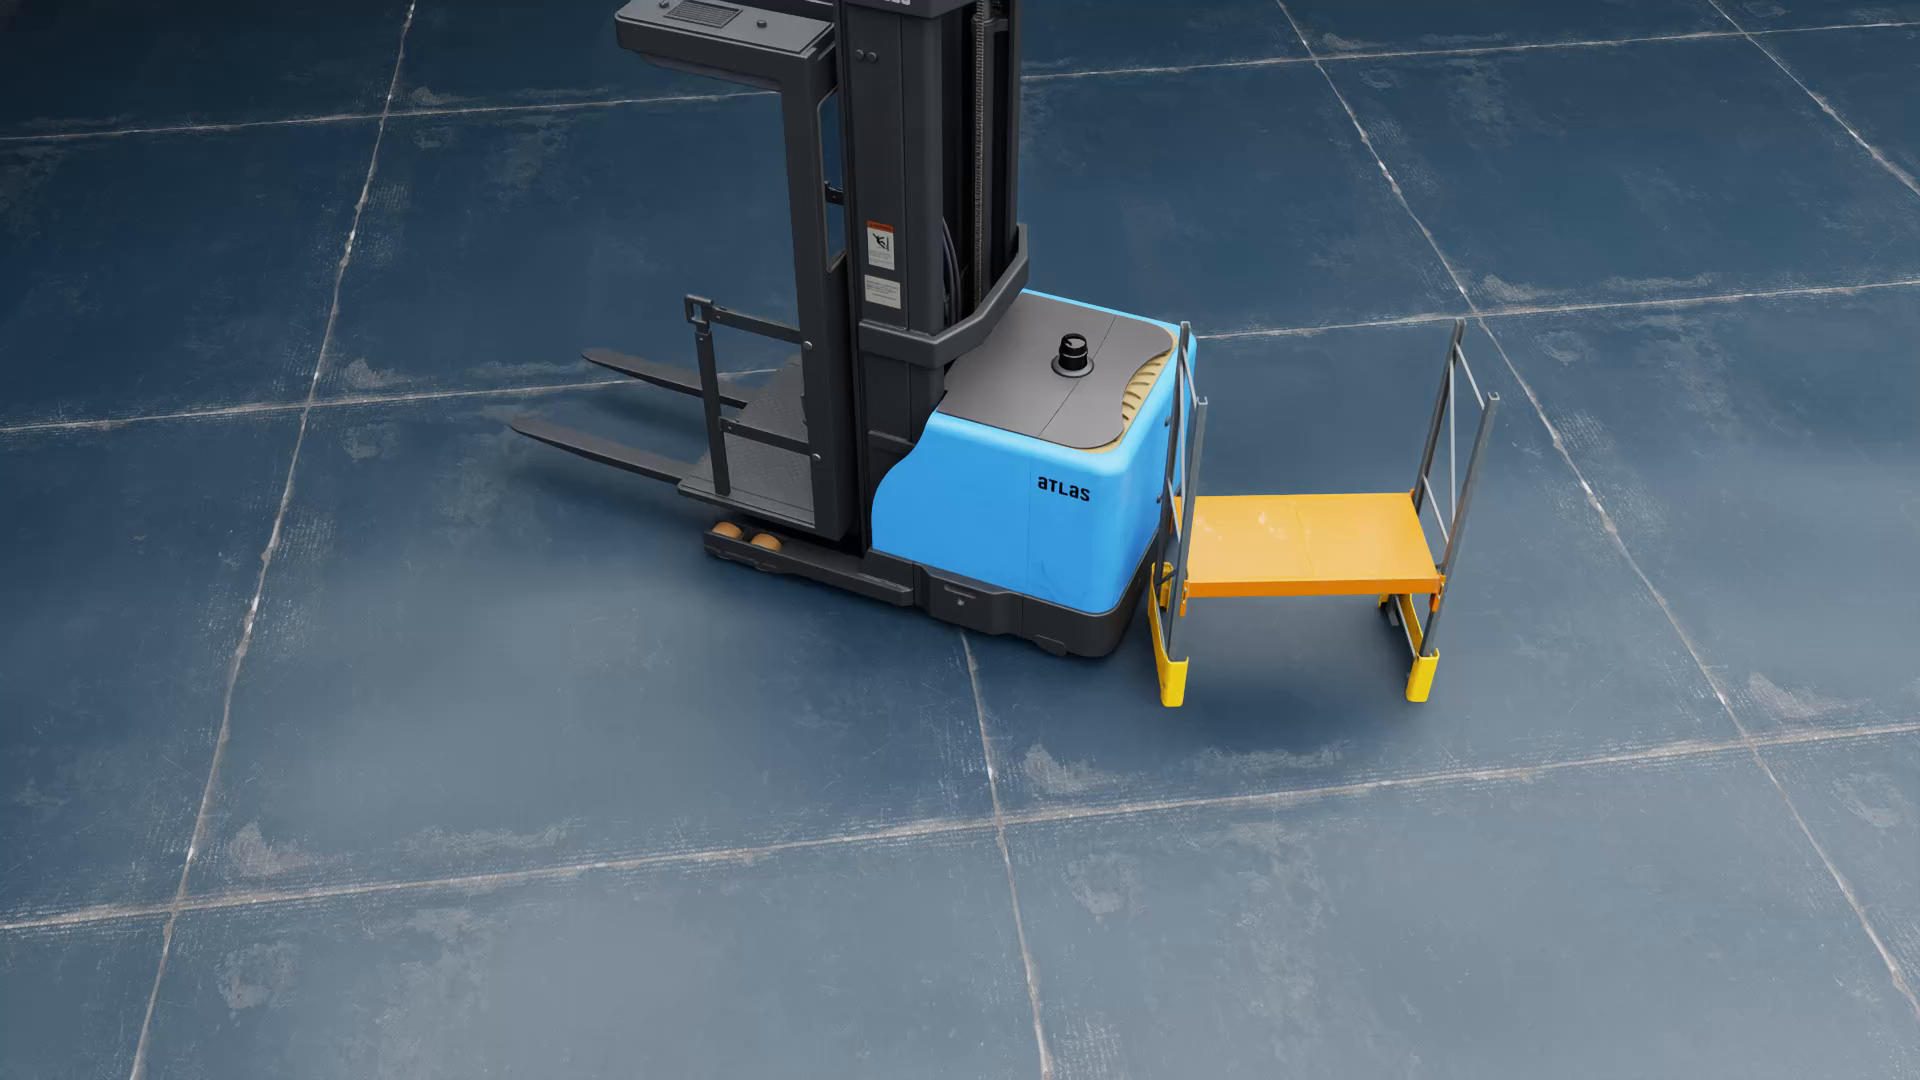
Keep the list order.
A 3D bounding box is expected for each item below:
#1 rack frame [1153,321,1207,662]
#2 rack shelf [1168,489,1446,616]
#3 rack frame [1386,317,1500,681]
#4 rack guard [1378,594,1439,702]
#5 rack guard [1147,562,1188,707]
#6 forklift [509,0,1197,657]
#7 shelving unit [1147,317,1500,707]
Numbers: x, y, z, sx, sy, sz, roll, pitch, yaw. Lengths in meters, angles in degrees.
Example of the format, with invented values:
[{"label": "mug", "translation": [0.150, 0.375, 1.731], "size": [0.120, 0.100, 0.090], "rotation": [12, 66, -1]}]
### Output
[{"label": "rack frame", "translation": [0.834, -0.080, 6.434], "size": [0.032, 1.500, 0.500], "rotation": [-1, 42, -1]}, {"label": "rack shelf", "translation": [1.342, 0.045, 6.564], "size": [1.000, 0.185, 0.538], "rotation": [-1, 42, -1]}, {"label": "rack frame", "translation": [1.850, -0.098, 6.453], "size": [0.032, 1.500, 0.500], "rotation": [-1, 42, -1]}, {"label": "rack guard", "translation": [1.849, 0.367, 6.872], "size": [0.087, 0.250, 0.587], "rotation": [-1, 42, -1]}, {"label": "rack guard", "translation": [0.853, 0.384, 6.853], "size": [0.087, 0.250, 0.587], "rotation": [-1, 42, -1]}, {"label": "forklift", "translation": [-0.578, -1.257, 6.670], "size": [3.031, 2.935, 1.130], "rotation": [16, 45, 17]}, {"label": "shelving unit", "translation": [1.351, -0.089, 6.444], "size": [1.083, 1.500, 0.587], "rotation": [-1, 42, -1]}]
